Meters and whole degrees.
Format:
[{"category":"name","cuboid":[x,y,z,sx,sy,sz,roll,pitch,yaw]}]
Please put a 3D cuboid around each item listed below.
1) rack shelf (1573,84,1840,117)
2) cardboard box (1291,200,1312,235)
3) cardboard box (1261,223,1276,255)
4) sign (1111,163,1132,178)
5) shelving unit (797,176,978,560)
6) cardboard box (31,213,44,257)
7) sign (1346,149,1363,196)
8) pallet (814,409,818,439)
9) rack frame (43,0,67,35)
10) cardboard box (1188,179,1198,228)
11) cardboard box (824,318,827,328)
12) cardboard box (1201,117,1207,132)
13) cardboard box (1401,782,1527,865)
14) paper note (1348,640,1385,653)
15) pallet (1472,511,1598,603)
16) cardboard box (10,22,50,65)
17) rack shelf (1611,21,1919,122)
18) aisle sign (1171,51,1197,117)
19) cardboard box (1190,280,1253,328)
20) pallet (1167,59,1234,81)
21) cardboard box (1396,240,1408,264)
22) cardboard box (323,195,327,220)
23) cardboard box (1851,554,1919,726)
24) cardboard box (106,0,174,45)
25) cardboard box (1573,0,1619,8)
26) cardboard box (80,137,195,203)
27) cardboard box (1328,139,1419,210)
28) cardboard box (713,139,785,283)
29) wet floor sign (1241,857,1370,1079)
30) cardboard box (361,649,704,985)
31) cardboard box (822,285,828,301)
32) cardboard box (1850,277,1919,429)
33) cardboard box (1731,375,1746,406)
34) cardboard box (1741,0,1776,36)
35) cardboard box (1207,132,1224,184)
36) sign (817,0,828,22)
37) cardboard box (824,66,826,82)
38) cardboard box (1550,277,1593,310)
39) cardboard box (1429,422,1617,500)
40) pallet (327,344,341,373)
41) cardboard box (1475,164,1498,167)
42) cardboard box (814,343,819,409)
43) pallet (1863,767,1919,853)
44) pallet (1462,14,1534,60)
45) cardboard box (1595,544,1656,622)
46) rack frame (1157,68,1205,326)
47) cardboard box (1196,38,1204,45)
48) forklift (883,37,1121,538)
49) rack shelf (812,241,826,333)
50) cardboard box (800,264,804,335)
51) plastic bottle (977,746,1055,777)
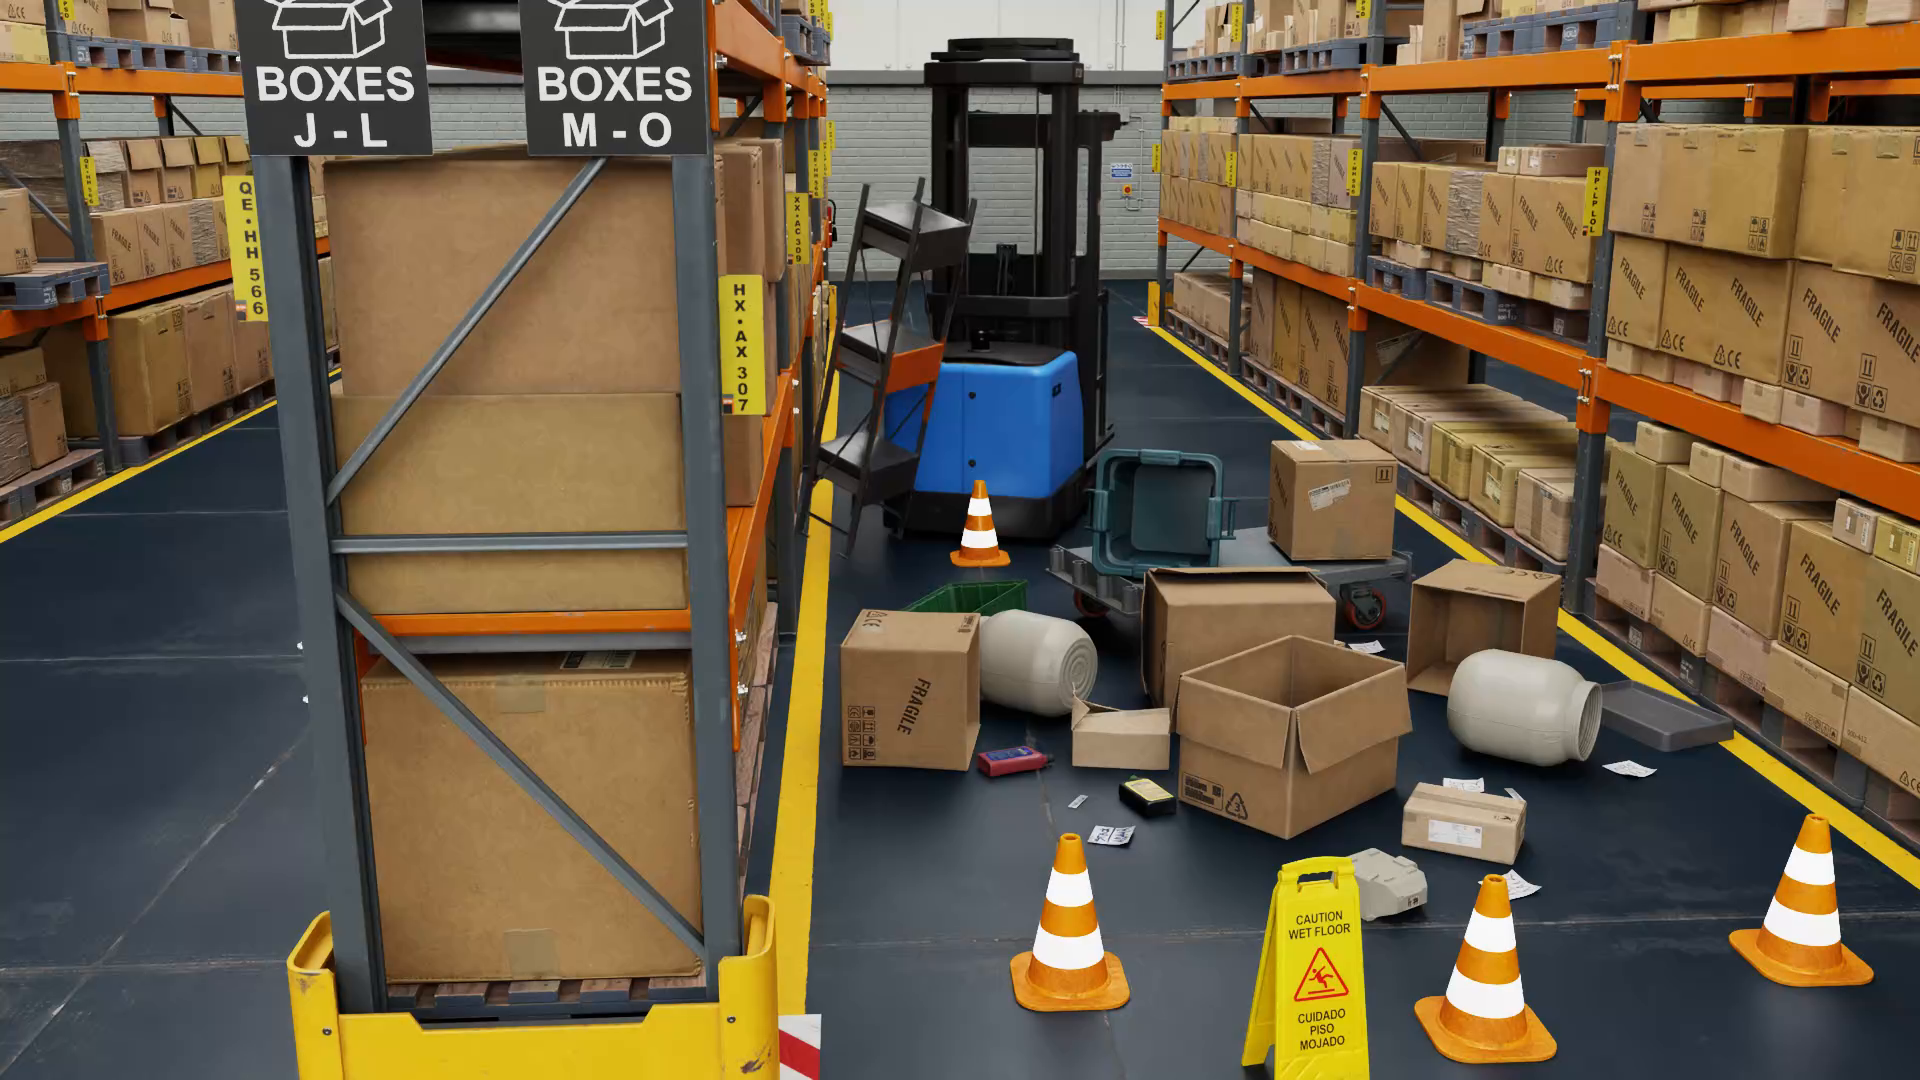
[{"category":"rack shelf","cuboid":[7.960,-4.754,17.907,1.077,0.370,4.000,-1,14,-3]},{"category":"cardboard box","cuboid":[3.006,-2.620,13.488,0.500,0.250,0.500,-1,14,-5]},{"category":"cardboard box","cuboid":[2.943,-2.632,14.537,0.500,0.250,0.500,-1,14,-4]},{"category":"sign","cuboid":[2.457,-5.617,25.294,0.327,0.218,0.001,-1,14,-3]},{"category":"shelving unit","cuboid":[-0.428,-0.946,9.360,0.431,2.100,0.503,28,29,28]},{"category":"cardboard box","cuboid":[-6.791,-2.094,11.945,0.500,0.500,0.500,0,14,-2]},{"category":"sign","cuboid":[2.824,-2.631,11.909,0.100,0.325,0.005,-1,14,-3]},{"category":"pallet","cuboid":[-1.604,-0.822,12.798,1.003,0.211,1.213,-1,14,-3]},{"category":"rack frame","cuboid":[-6.514,-4.832,10.748,1.000,3.000,0.127,-1,14,-3]},{"category":"cardboard box","cuboid":[2.745,-3.617,17.866,0.500,0.500,0.500,0,14,-2]},{"category":"cardboard box","cuboid":[-1.658,-2.410,18.251,0.380,0.149,0.250,-2,15,-6]},{"category":"cardboard box","cuboid":[2.747,-4.373,17.493,0.380,0.149,0.250,-1,14,-3]},{"category":"cardboard box","cuboid":[1.776,0.996,5.857,0.380,0.149,0.250,7,16,26]},{"category":"paper note","cuboid":[1.955,0.511,7.979,0.148,0.019,0.142,-1,14,-3]},{"category":"pallet","cuboid":[3.576,0.072,9.323,1.003,0.211,1.213,-1,14,-3]},{"category":"cardboard box","cuboid":[-6.239,-3.192,10.695,0.500,0.250,0.500,-1,14,-3]},{"category":"rack shelf","cuboid":[3.749,-1.692,6.006,1.077,0.370,4.000,-1,14,-3]},{"category":"aisle sign","cuboid":[2.588,-5.342,19.551,0.394,0.787,0.004,-1,14,-3]},{"category":"cardboard box","cuboid":[3.088,-2.642,18.573,0.875,0.438,0.875,0,14,-2]},{"category":"pallet","cuboid":[2.938,-5.295,18.743,1.003,0.211,1.213,-1,14,-3]},{"category":"cardboard box","cuboid":[3.167,-1.938,11.201,0.380,0.149,0.250,-2,15,-7]},{"category":"cardboard box","cuboid":[-6.593,-3.366,16.794,0.500,0.250,0.500,-1,14,-2]},{"category":"cardboard box","cuboid":[3.527,0.350,5.817,0.500,0.500,0.500,0,14,-1]},{"category":"cardboard box","cuboid":[-6.661,-4.141,13.029,0.797,0.503,0.637,-1,14,-4]},{"category":"cardboard box","cuboid":[3.444,-2.811,8.372,0.500,0.250,0.500,-1,14,-5]},{"category":"cardboard box","cuboid":[-6.628,-2.972,13.343,0.797,0.503,0.637,0,14,-2]},{"category":"cardboard box","cuboid":[3.084,-2.737,12.437,0.500,0.500,0.500,-1,14,-5]},{"category":"cardboard box","cuboid":[-1.170,-1.352,6.792,0.875,0.550,0.550,-1,14,-3]},{"category":"wet floor sign","cuboid":[0.917,1.128,4.346,0.267,0.644,0.232,-3,15,-13]},{"category":"cardboard box","cuboid":[-1.169,0.669,4.826,0.875,0.875,0.875,-1,14,-3]},{"category":"cardboard box","cuboid":[-1.641,-2.694,18.161,0.380,0.149,0.250,0,14,-1]},{"category":"cardboard box","cuboid":[3.510,-0.662,5.784,0.500,0.500,0.500,-1,14,-4]},{"category":"cardboard box","cuboid":[3.467,-0.624,6.938,0.380,0.149,0.250,-1,14,-4]},{"category":"cardboard box","cuboid":[3.462,-2.146,6.831,0.380,0.149,0.250,0,14,-2]},{"category":"cardboard box","cuboid":[2.801,-3.847,16.749,0.500,0.500,0.500,-1,14,-4]},{"category":"sign","cuboid":[-1.251,-4.876,15.111,0.100,0.325,0.005,-1,14,-3]},{"category":"cardboard box","cuboid":[-1.651,-4.857,17.163,0.500,0.250,0.500,0,14,-1]},{"category":"cardboard box","cuboid":[3.318,-1.290,8.683,0.380,0.149,0.250,-1,14,-3]},{"category":"cardboard box","cuboid":[3.498,-0.498,10.372,0.950,0.372,0.625,0,14,-2]},{"category":"pallet","cuboid":[-6.730,-1.761,16.449,1.003,0.211,1.213,-1,14,-3]},{"category":"cardboard box","cuboid":[3.726,-2.238,11.066,0.500,0.500,0.500,-1,14,-4]},{"category":"cardboard box","cuboid":[-1.381,-1.276,13.139,0.500,0.500,0.500,-1,14,-3]},{"category":"pallet","cuboid":[3.853,1.039,5.565,1.003,0.211,1.213,-1,14,-3]},{"category":"pallet","cuboid":[3.626,-2.860,9.478,1.213,0.211,1.003,-1,14,-3]},{"category":"cardboard box","cuboid":[3.392,0.194,7.927,0.500,0.250,0.500,-2,15,-6]},{"category":"rack frame","cuboid":[2.882,-4.069,19.822,1.000,3.000,0.127,-1,14,-3]},{"category":"cardboard box","cuboid":[2.999,-5.591,18.973,0.500,0.250,0.500,-2,15,-9]},{"category":"forklift","cuboid":[0.421,-1.751,10.951,1.130,2.935,3.031,4,15,15]},{"category":"rack shelf","cuboid":[-1.681,-2.127,13.718,1.077,0.370,4.000,-1,14,-3]},{"category":"cardboard box","cuboid":[-1.133,-1.417,9.312,0.500,0.500,0.500,-1,14,-4]},{"category":"plastic bottle","cuboid":[0.223,0.866,6.540,0.283,0.061,0.133,-6,16,-23]}]
